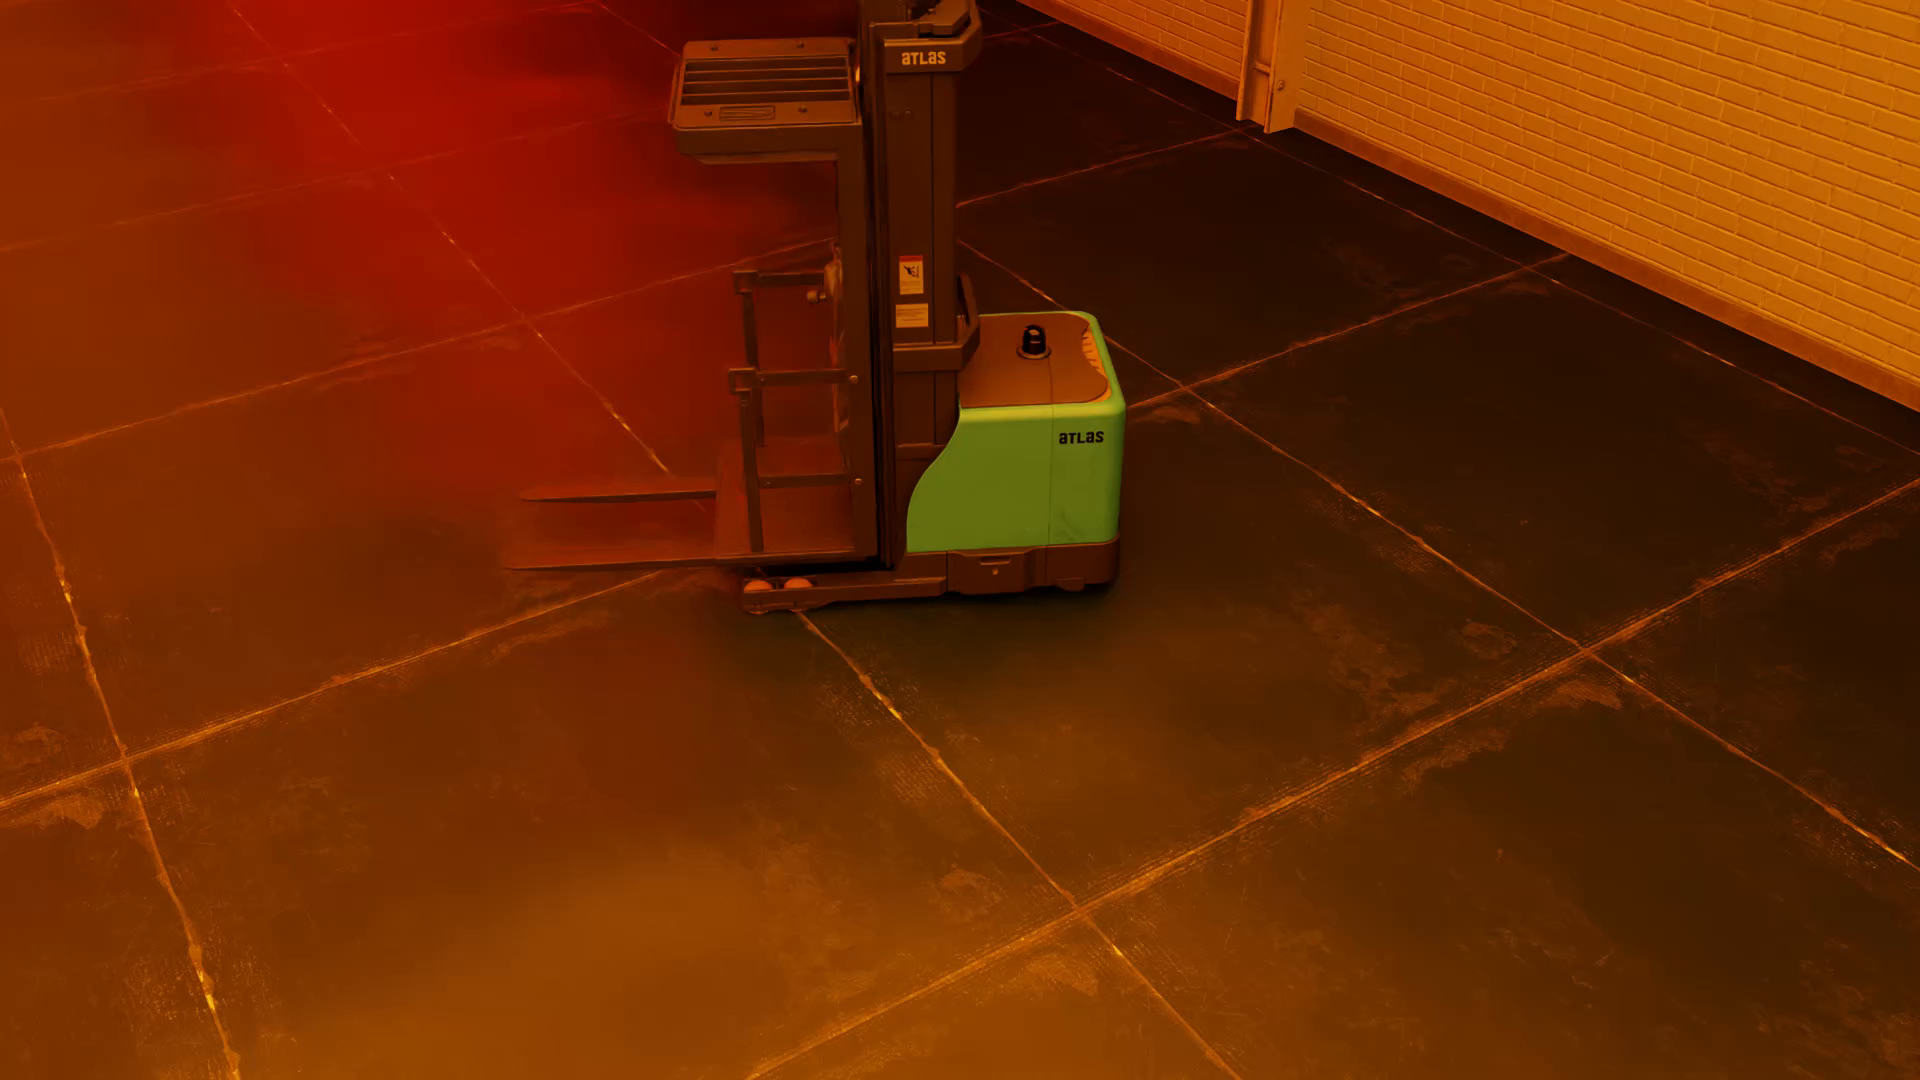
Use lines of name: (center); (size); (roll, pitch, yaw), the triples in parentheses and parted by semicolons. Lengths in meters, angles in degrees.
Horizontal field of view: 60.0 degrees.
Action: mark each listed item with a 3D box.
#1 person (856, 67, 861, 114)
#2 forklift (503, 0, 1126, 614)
person: (-0.490, -2.041, 10.071); (0.505, 1.760, 0.715); (-8, 36, -11)
forklift: (-0.755, -1.153, 7.788); (3.031, 2.935, 1.130); (-3, 35, -4)
